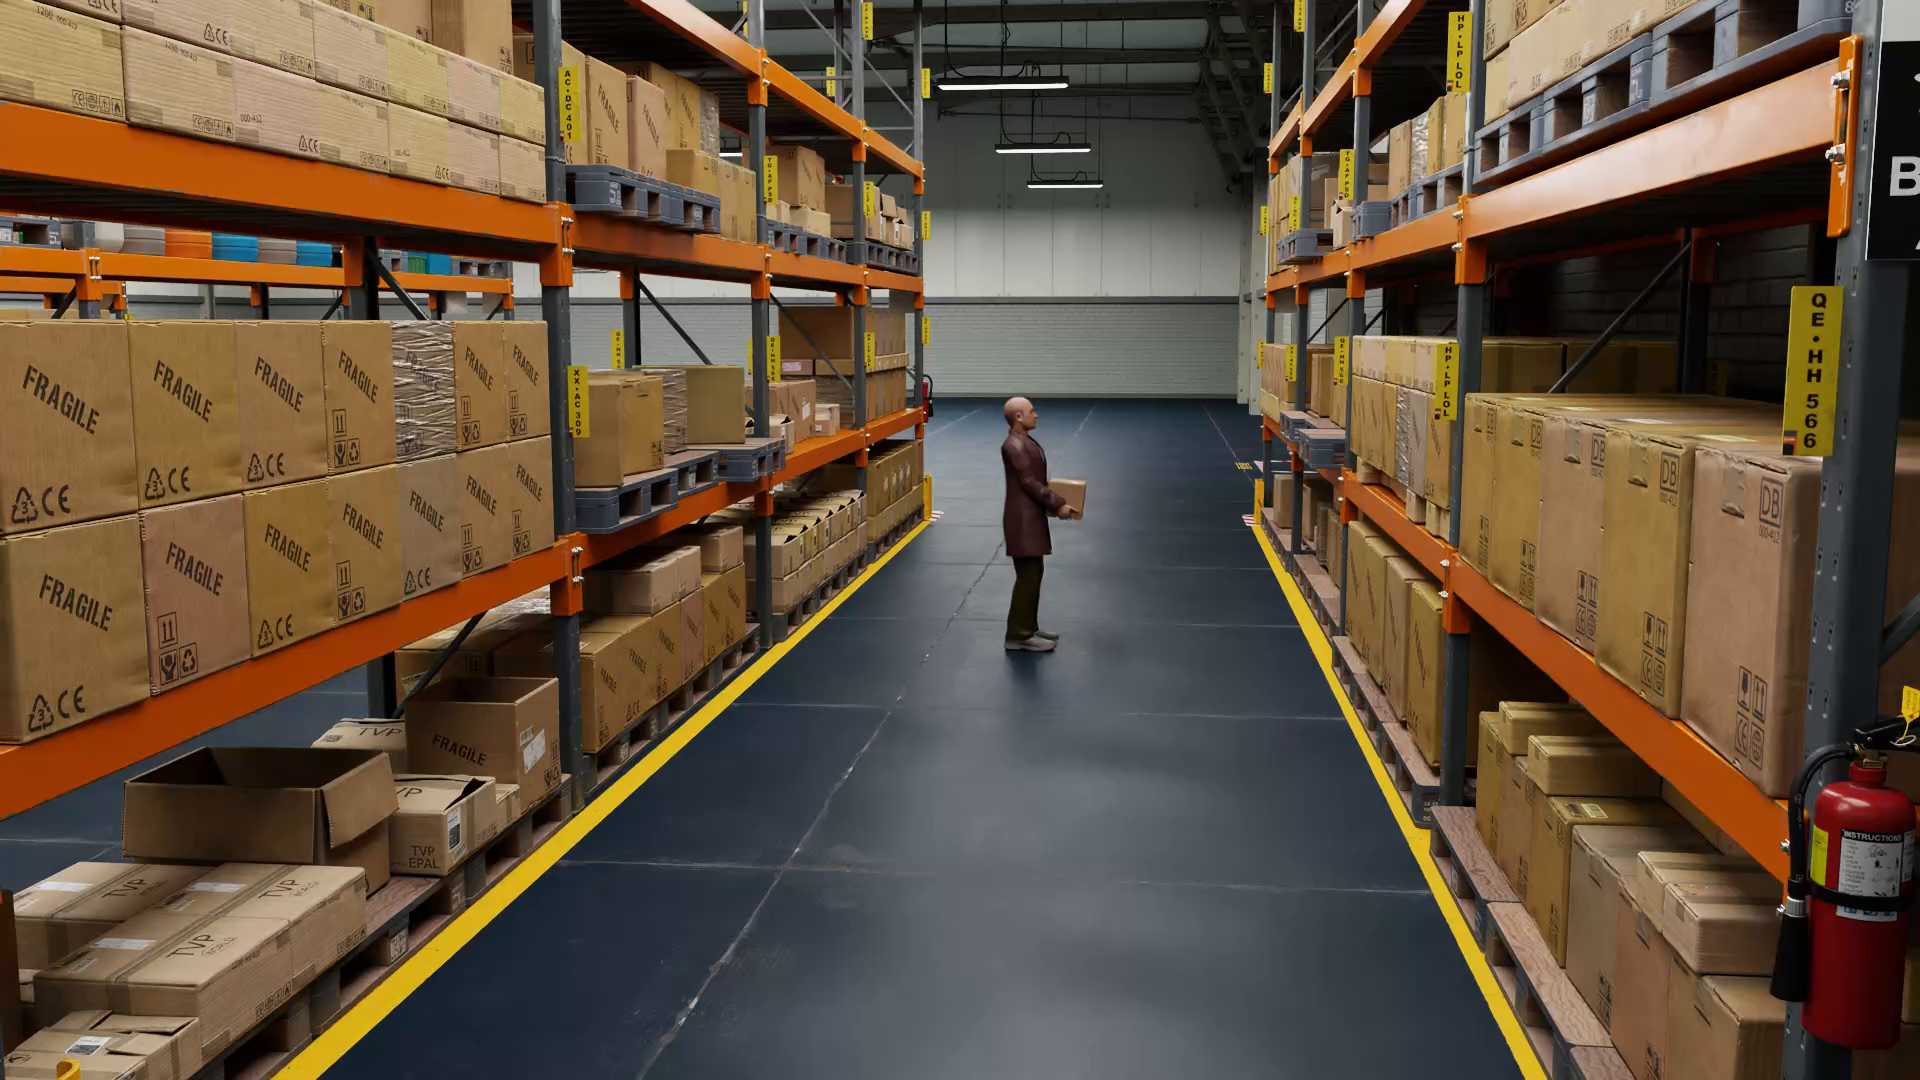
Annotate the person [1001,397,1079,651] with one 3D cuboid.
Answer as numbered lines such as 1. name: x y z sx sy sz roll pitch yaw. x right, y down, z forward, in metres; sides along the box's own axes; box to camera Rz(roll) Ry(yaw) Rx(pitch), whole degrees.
1. person: 0.573 -0.121 11.765 0.554 1.774 0.533 1 7 6
